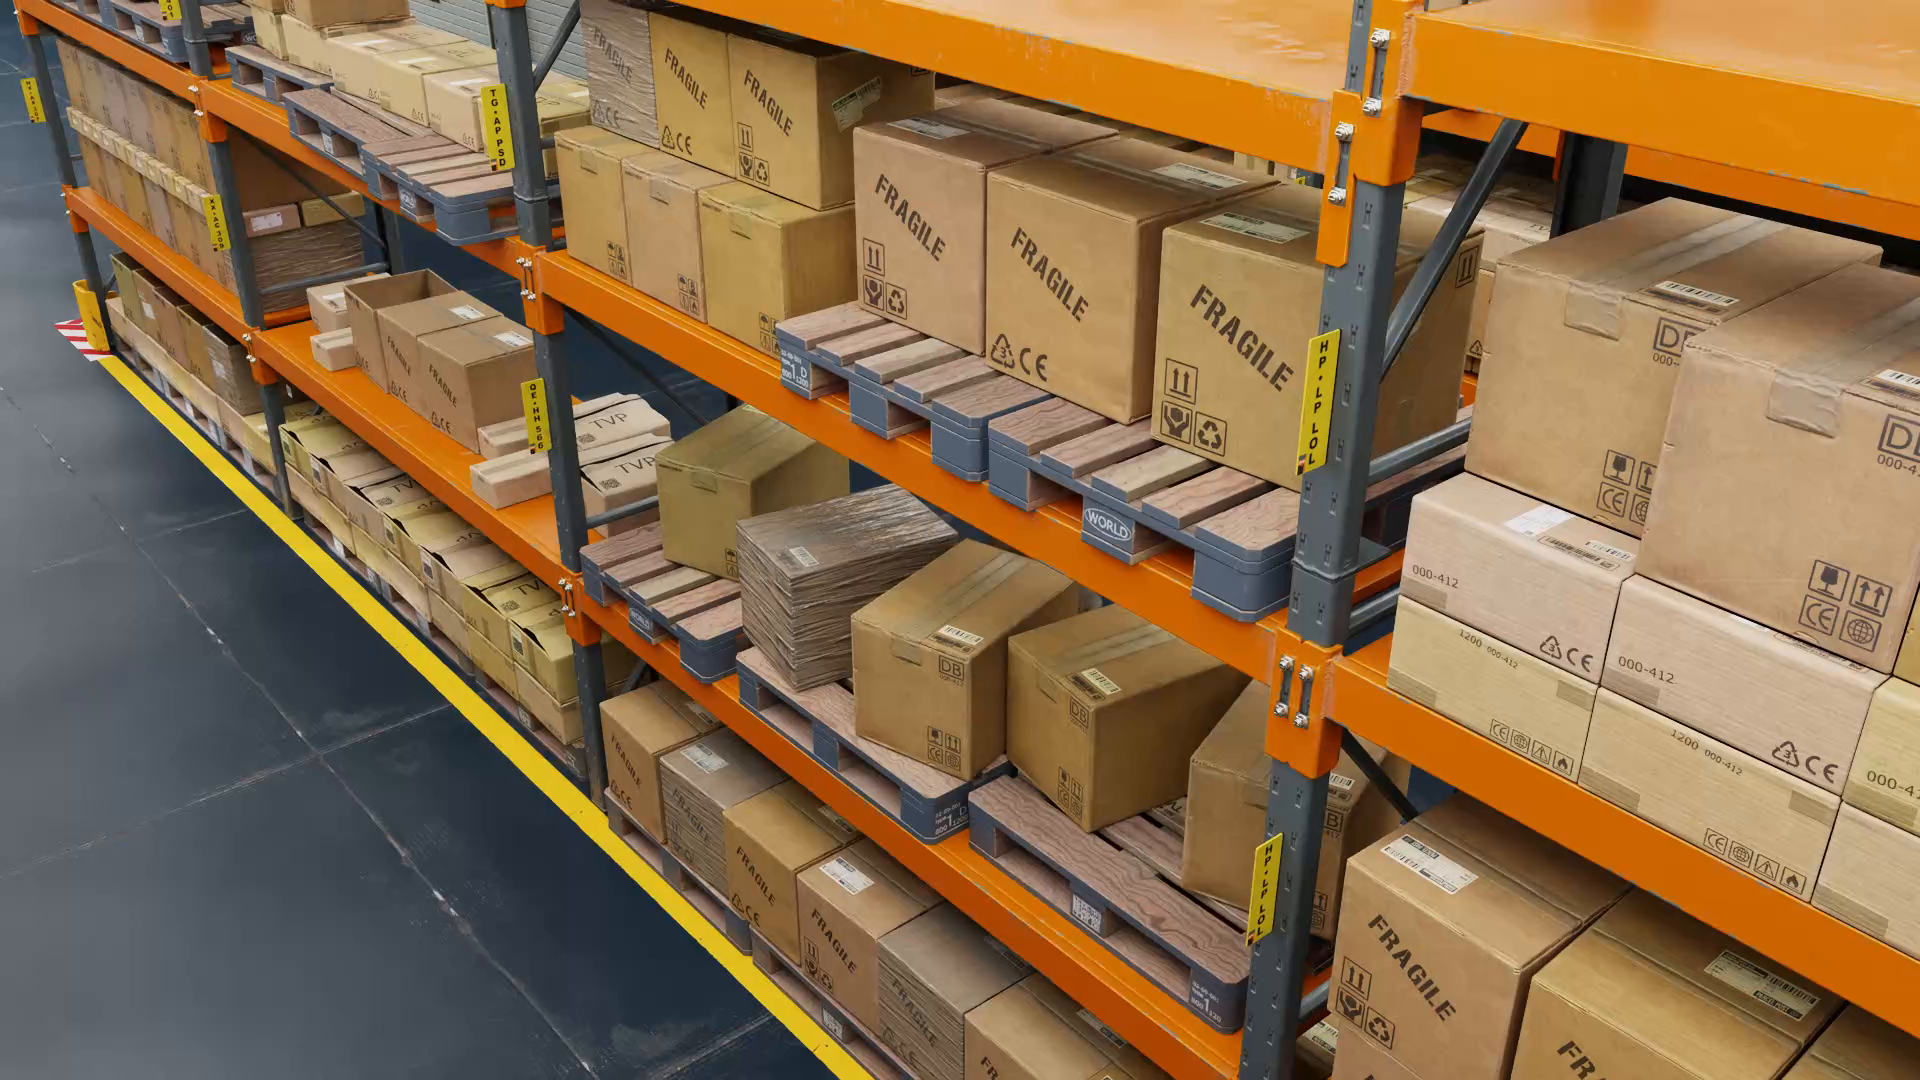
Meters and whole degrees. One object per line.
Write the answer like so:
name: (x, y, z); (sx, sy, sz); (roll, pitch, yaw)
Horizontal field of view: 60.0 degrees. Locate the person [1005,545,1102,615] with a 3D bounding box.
person: (0.444, -0.071, 8.805); (0.578, 1.662, 1.115); (-21, 35, -35)
